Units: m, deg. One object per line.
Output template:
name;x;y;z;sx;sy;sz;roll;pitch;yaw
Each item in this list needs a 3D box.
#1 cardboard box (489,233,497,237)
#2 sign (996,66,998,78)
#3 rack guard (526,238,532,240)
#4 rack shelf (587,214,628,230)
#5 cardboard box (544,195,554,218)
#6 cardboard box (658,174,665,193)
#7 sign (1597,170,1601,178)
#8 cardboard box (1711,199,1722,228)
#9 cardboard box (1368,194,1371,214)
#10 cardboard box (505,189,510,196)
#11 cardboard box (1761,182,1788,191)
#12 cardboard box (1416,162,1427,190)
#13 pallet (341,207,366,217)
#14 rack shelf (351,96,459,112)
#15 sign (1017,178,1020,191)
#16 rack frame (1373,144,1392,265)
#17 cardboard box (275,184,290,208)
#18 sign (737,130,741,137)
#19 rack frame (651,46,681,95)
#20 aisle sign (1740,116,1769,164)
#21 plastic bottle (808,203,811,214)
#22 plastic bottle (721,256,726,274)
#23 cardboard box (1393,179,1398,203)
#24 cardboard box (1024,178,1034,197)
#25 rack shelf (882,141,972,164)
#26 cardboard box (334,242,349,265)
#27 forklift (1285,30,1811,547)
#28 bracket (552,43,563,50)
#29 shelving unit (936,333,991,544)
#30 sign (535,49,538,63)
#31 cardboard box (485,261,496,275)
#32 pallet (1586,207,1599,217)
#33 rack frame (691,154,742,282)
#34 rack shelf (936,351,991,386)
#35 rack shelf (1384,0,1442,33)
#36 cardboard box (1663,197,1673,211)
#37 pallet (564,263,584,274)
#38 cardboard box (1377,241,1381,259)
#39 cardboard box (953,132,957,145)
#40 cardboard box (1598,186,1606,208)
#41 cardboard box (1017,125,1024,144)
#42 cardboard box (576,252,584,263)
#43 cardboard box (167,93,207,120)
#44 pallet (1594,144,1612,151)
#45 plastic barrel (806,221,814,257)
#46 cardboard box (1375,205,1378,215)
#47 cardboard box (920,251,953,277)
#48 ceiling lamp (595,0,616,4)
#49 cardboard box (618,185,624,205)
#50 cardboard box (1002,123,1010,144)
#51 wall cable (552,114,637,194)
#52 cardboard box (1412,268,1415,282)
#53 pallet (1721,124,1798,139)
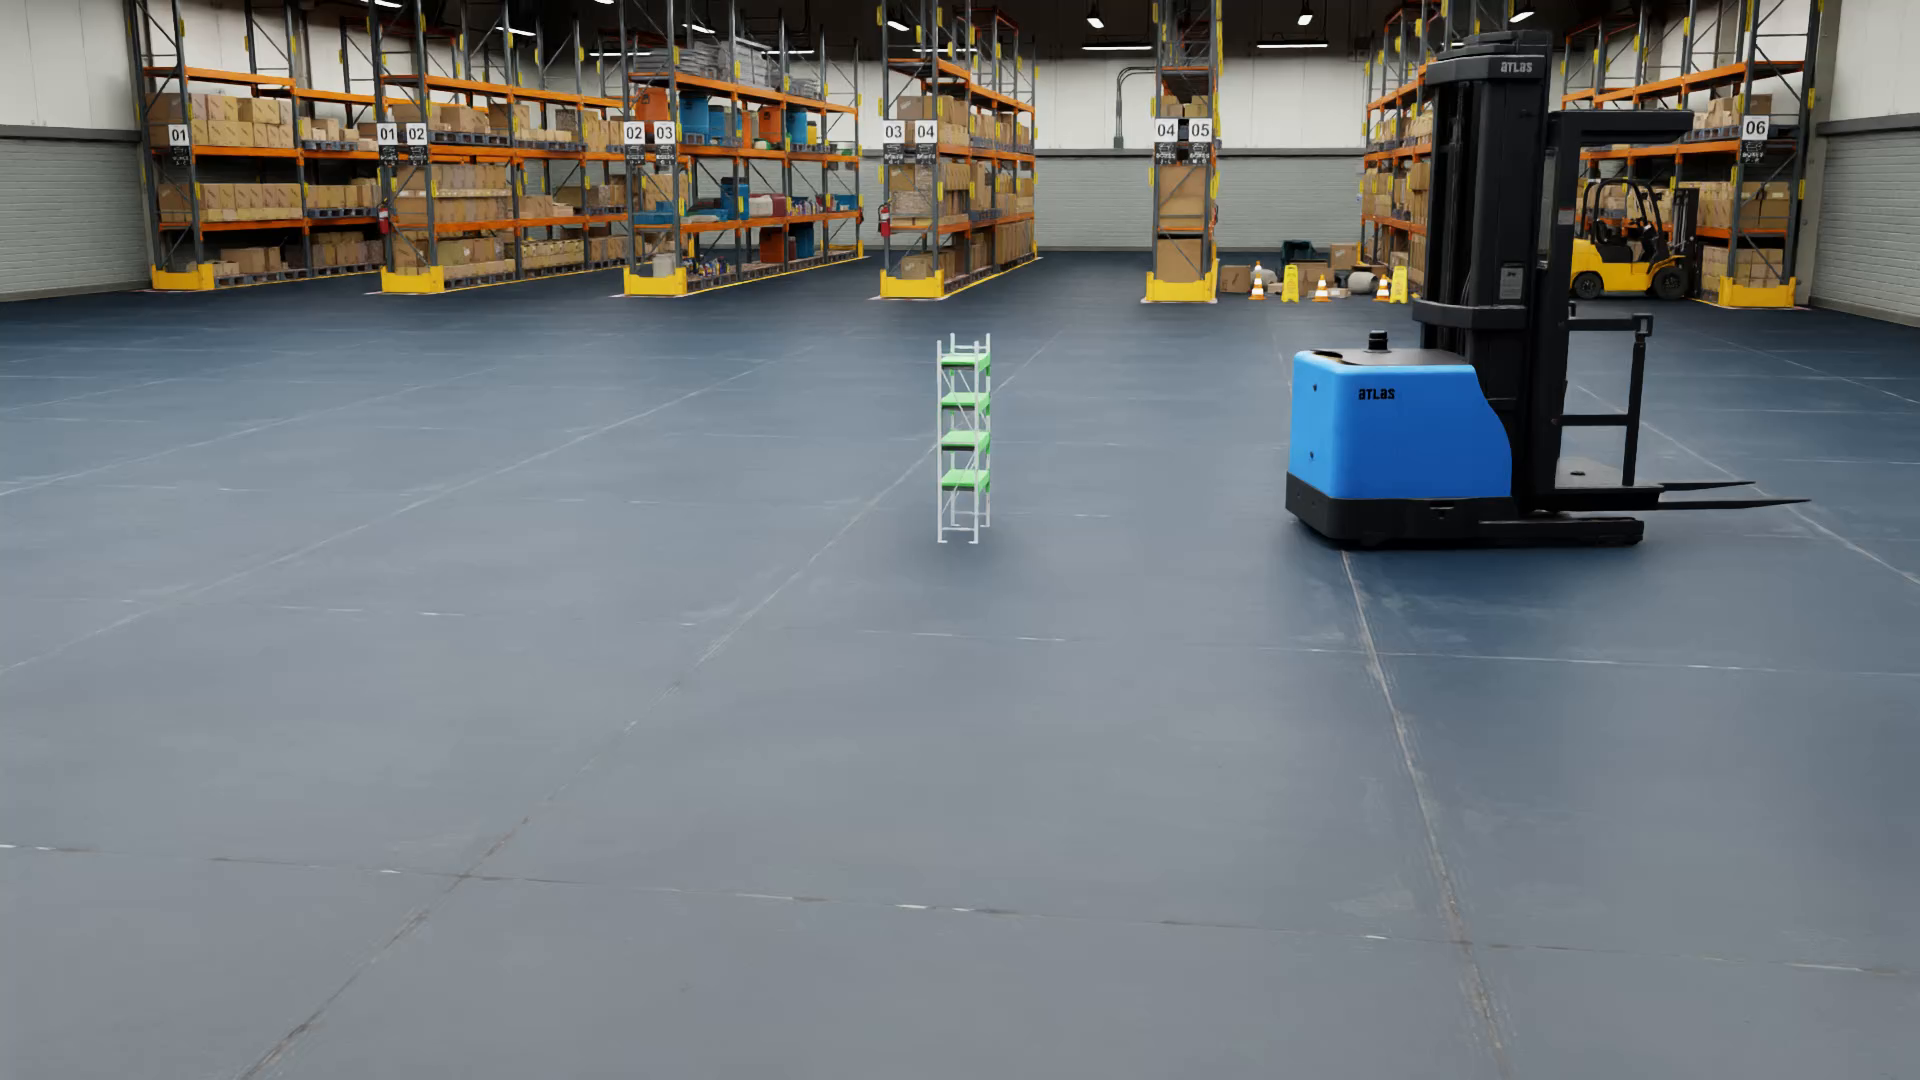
cardboard box;-13.366;-8.337;46.494;0.700;0.500;0.500;2;12;10
sign;1.007;-12.827;45.560;0.100;0.325;0.005;2;12;9
rack guard;-13.125;-8.606;48.738;1.175;0.500;0.348;2;12;9
rack shelf;-9.156;-8.062;41.991;1.077;0.370;4.000;2;12;9
cardboard box;-9.706;-7.697;38.349;0.500;0.500;0.500;1;12;6
cardboard box;-8.340;-9.671;45.139;0.500;0.500;0.500;2;12;7
sign;16.797;-9.558;43.727;0.100;0.325;0.005;2;12;9
cardboard box;13.696;-5.797;29.534;0.500;0.500;0.500;2;12;10
cardboard box;10.687;-8.553;42.325;0.500;0.500;0.500;2;12;8
cardboard box;-9.909;-7.467;35.746;0.380;0.149;0.250;2;12;9
cardboard box;14.054;-6.104;28.712;0.380;0.149;0.250;2;12;8
cardboard box;8.811;-6.700;30.648;0.700;0.500;0.500;2;12;8
pallet;-14.623;-7.650;38.826;1.003;0.211;1.213;2;12;9
rack shelf;-14.052;-10.959;42.142;1.077;0.370;4.000;2;12;9
sign;1.477;-9.020;42.168;0.100;0.325;0.005;2;12;9
rack frame;10.731;-8.187;40.864;1.000;3.000;0.127;2;12;9
cardboard box;-14.813;-7.415;35.809;0.500;0.500;0.500;2;12;8
sign;-4.643;-8.454;34.961;0.100;0.325;0.005;2;12;9
rack frame;-8.233;-12.596;47.078;1.000;3.000;0.127;2;12;9
aisle sign;13.491;-6.796;28.237;0.394;0.787;0.004;2;12;9
plastic bottle;-3.830;-8.335;41.842;0.152;0.276;0.135;2;12;9
plastic bottle;-4.999;-5.780;34.938;0.144;0.351;0.185;2;12;7
cardboard box;9.818;-7.668;36.514;0.500;0.500;0.500;2;12;7
cardboard box;1.739;-9.670;45.613;0.500;0.500;0.500;2;12;9
rack shelf;-0.599;-7.541;32.454;1.077;0.370;4.000;2;12;9
cardboard box;-14.729;-6.686;38.784;0.700;0.500;0.500;2;12;9
forklift;3.617;-1.500;9.996;3.031;2.935;1.130;-1;12;-5
bracket;-12.789;-15.673;52.815;0.235;0.232;0.430;2;12;9
shelving unit;0.025;-0.621;10.027;0.258;1.200;0.503;2;12;9
sign;-10.001;-11.441;39.316;0.100;0.325;0.005;2;12;9
cardboard box;-10.083;-5.714;34.917;0.500;0.250;0.500;2;12;9
pallet;15.406;-7.771;39.386;1.003;0.211;1.213;2;12;9
rack frame;-5.185;-7.004;35.371;1.000;3.000;0.127;2;12;9
rack shelf;0.025;-1.028;9.939;0.258;0.148;0.480;2;12;9
rack shelf;10.424;-11.977;38.026;1.077;0.370;4.000;2;12;9
cardboard box;14.229;-6.644;32.870;0.500;0.250;0.500;2;12;7
pallet;-9.629;-6.464;39.488;1.003;0.211;1.213;2;12;9
cardboard box;10.934;-7.267;41.680;0.875;0.438;0.875;2;12;8
cardboard box;-0.348;-7.814;32.370;0.500;0.250;0.500;2;12;10
cardboard box;15.141;-7.917;38.375;0.700;0.500;0.500;2;12;8
cardboard box;1.308;-10.659;43.740;0.700;0.500;0.500;2;12;11
cardboard box;-9.304;-6.741;39.684;0.500;0.250;0.500;2;12;10
cardboard box;-15.290;-8.578;32.898;0.500;0.500;0.500;1;12;5
pallet;15.310;-9.052;38.203;1.213;0.211;1.003;2;12;9
plastic barrel;-4.055;-7.736;42.752;0.600;0.901;0.708;2;12;9
cardboard box;10.403;-8.031;40.494;0.500;0.250;0.500;2;12;7
cardboard box;-0.473;-5.625;33.911;0.500;0.500;0.500;6;14;27
ceiling lamp;-7.430;-12.835;34.333;0.800;3.185;2.000;2;12;9
cardboard box;-9.143;-8.993;43.368;0.700;0.500;0.500;-2;12;-10
cardboard box;0.860;-10.108;41.421;0.700;0.500;0.500;2;12;10
wall cable;-11.906;-12.403;53.556;3.097;2.526;0.112;2;12;9
cardboard box;9.072;-5.158;32.335;0.500;0.250;0.500;3;12;12
pallet;13.925;-7.099;28.902;1.003;0.211;1.213;2;12;9
